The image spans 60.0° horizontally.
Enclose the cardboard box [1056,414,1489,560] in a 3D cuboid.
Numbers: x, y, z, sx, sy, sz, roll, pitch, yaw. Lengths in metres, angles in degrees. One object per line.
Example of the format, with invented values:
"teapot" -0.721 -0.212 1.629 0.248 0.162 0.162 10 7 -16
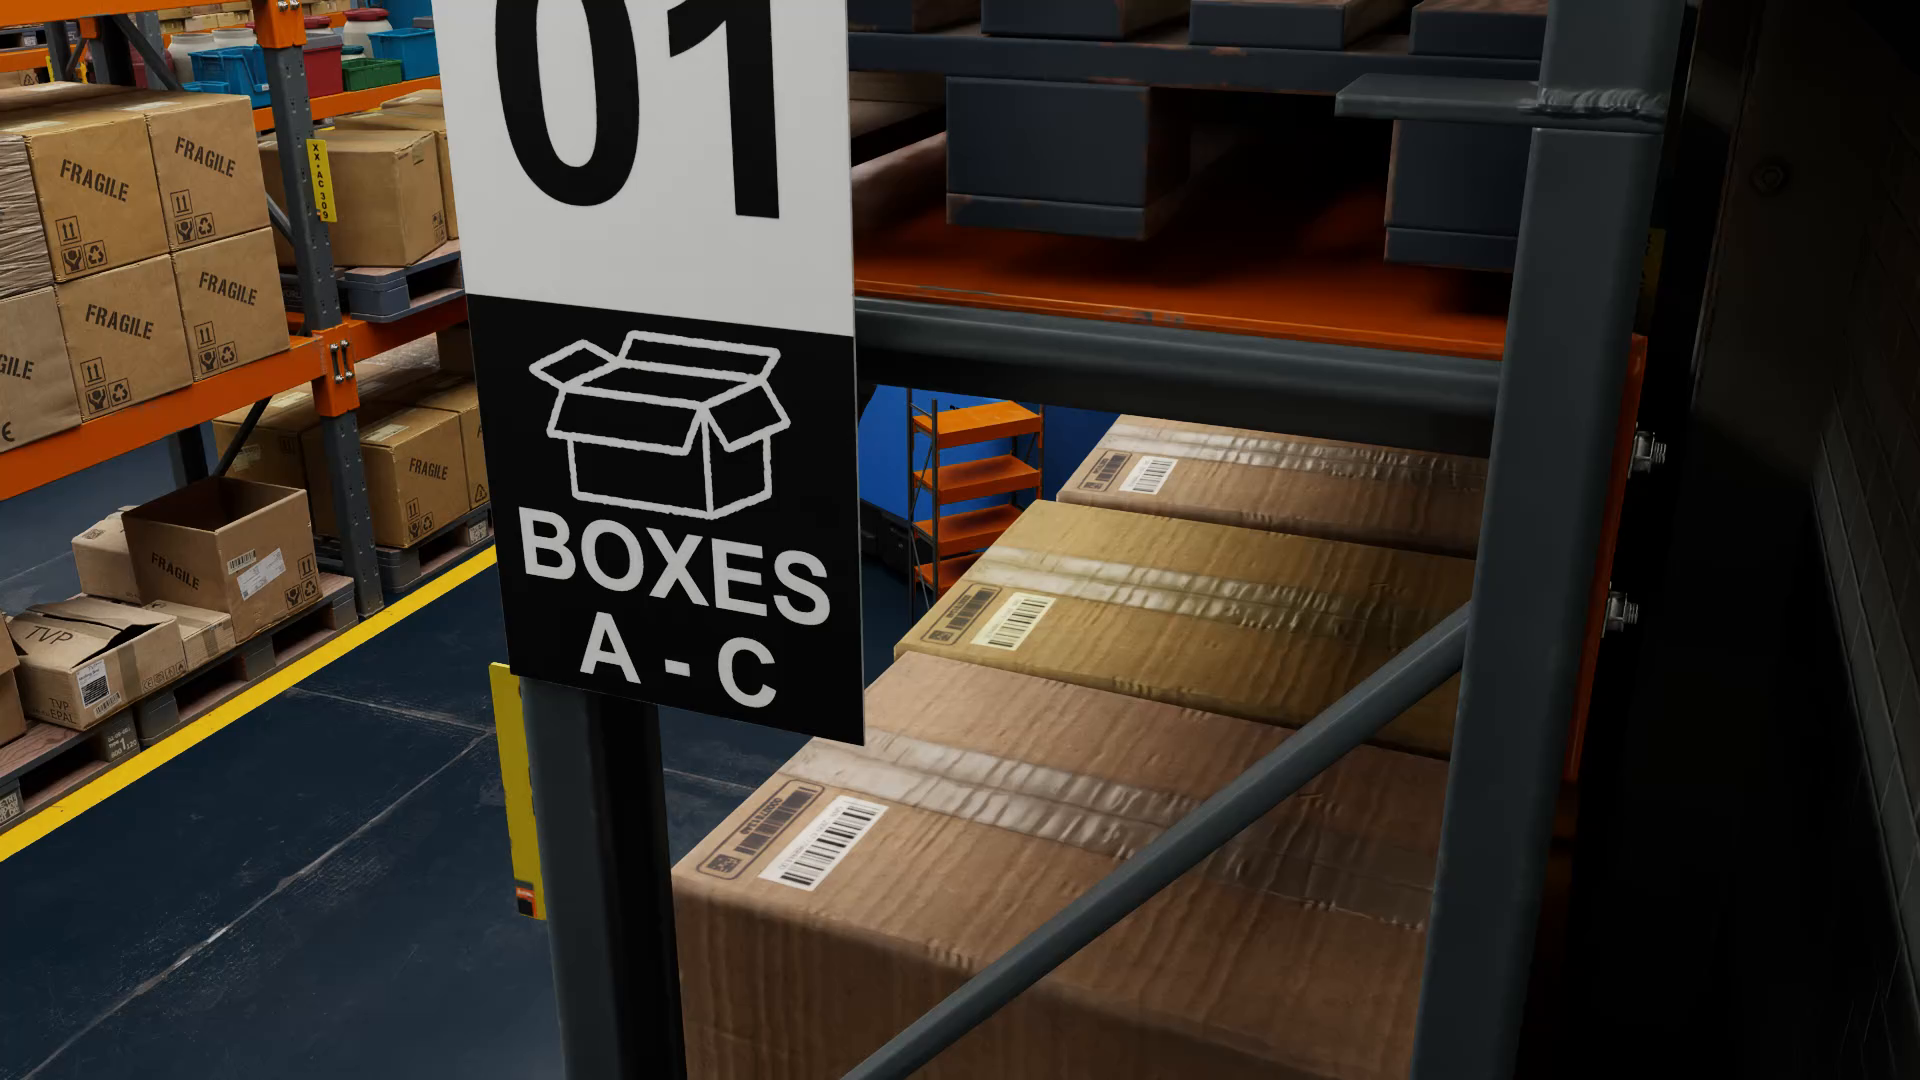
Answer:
"cardboard box" 0.766 0.161 3.584 0.980 0.700 0.700 8 24 17

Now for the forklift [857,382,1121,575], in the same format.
"forklift" -0.396 -1.538 8.130 1.130 2.935 3.031 -18 28 -36

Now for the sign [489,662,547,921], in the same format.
"sign" -0.465 0.291 1.853 0.100 0.325 0.005 9 24 20

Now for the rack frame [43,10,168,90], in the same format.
"rack frame" -6.193 -3.264 12.173 1.000 3.000 0.127 9 24 20

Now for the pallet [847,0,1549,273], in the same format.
"pallet" 0.300 -0.593 2.002 1.003 0.211 1.213 9 24 20

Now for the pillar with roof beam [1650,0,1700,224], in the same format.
"pillar with roof beam" 2.523 -7.719 15.054 9.100 9.000 0.400 9 24 20

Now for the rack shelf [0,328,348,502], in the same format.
"rack shelf" -3.824 -0.075 5.471 1.077 0.370 4.000 9 24 20

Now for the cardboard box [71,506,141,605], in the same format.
"cardboard box" -3.438 0.034 7.193 0.500 0.311 0.500 9 24 20

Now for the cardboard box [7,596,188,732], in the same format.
"cardboard box" -3.308 0.428 6.251 0.500 0.311 0.500 9 24 20

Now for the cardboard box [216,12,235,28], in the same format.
"cardboard box" -8.402 -5.862 18.717 0.380 0.149 0.250 9 24 20

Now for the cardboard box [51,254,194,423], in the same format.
"cardboard box" -3.219 -0.768 6.068 0.500 0.500 0.500 9 24 22

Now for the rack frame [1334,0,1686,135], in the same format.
"rack frame" 0.034 -1.751 0.768 1.000 3.000 0.127 9 24 20

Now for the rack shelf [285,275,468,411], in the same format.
"rack shelf" -2.338 -1.506 8.897 1.077 0.370 4.000 9 24 20

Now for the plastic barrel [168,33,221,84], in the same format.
"plastic barrel" -6.009 -3.715 13.106 0.421 0.512 0.421 0 23 0

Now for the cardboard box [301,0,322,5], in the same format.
"cardboard box" -8.124 -6.631 19.717 0.875 0.500 0.500 9 24 20

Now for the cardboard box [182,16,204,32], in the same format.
"cardboard box" -8.559 -5.678 18.278 0.380 0.149 0.250 9 24 20

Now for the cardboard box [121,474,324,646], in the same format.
"cardboard box" -3.029 0.072 6.857 0.500 0.500 0.500 9 24 20

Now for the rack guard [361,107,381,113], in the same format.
"rack guard" -7.848 -5.656 21.141 1.175 0.500 0.348 9 24 20

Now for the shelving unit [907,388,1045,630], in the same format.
"shelving unit" 0.065 -0.075 6.873 0.503 1.200 0.258 -12 25 -26

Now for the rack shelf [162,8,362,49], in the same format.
"rack shelf" -8.563 -5.789 19.150 1.077 0.370 4.000 9 24 20

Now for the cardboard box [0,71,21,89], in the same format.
"cardboard box" -12.903 -6.229 21.482 0.875 0.875 0.875 8 24 19

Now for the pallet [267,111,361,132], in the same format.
"pallet" -8.183 -5.237 20.513 1.003 0.211 1.213 9 24 20

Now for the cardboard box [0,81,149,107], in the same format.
"cardboard box" -3.517 -1.502 6.526 0.500 0.500 0.500 9 24 21

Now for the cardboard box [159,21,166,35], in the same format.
"cardboard box" -8.774 -5.504 17.861 0.380 0.149 0.250 9 24 20

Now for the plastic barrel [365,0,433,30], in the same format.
"plastic barrel" -5.132 -4.832 15.276 0.600 0.901 0.708 9 24 20

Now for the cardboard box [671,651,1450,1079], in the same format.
"cardboard box" 0.214 0.695 2.306 0.980 0.700 0.700 10 25 22

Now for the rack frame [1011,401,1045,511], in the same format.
"rack frame" 0.280 -0.120 6.979 0.015 1.200 0.240 -12 25 -26

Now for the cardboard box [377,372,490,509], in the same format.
"cardboard box" -2.487 -0.503 8.234 0.500 0.500 0.500 9 24 21

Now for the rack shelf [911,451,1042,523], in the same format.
"rack shelf" 0.065 -0.219 6.813 0.480 0.148 0.258 -12 25 -26

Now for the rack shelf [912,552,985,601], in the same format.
"rack shelf" 0.065 0.170 6.976 0.480 0.148 0.258 -12 25 -26

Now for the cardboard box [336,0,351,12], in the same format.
"cardboard box" -7.734 -6.589 20.458 0.380 0.149 0.250 9 24 20

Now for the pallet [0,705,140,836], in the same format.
"pallet" -3.789 0.848 5.946 1.003 0.211 1.213 9 24 20

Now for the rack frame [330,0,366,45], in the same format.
"rack frame" -7.820 -6.836 20.725 1.000 3.000 0.127 9 24 20

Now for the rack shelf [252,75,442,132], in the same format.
"rack shelf" -5.450 -3.648 14.025 1.077 0.370 4.000 9 24 20

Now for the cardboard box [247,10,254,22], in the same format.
"cardboard box" -8.194 -6.037 19.137 0.380 0.149 0.250 9 24 20

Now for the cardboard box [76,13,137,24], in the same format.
"cardboard box" -9.081 -5.740 17.585 0.875 0.500 0.500 9 24 20

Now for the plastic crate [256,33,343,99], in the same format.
"plastic crate" -5.308 -3.828 13.440 0.402 0.464 0.583 9 24 20

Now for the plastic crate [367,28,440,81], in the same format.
"plastic crate" -4.828 -4.249 14.552 0.392 0.384 0.575 9 24 20

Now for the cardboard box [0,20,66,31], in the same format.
"cardboard box" -9.731 -5.611 16.469 1.000 1.000 1.000 9 24 20

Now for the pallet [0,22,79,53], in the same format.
"pallet" -9.725 -5.064 16.730 1.003 0.211 1.213 9 24 20

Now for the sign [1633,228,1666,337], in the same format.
"sign" 2.035 -0.772 4.980 0.100 0.325 0.005 9 24 20

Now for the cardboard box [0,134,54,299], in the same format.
"cardboard box" -3.404 -1.048 5.440 0.500 0.500 0.500 9 24 20

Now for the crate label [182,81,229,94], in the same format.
"crate label" -5.688 -3.284 12.438 0.303 0.233 0.416 9 24 20

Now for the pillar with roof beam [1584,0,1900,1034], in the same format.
"pillar with roof beam" -1.934 -3.425 4.774 9.100 9.000 0.400 9 24 20

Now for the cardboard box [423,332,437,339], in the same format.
"cardboard box" -2.599 -0.927 9.250 0.500 0.500 0.500 8 24 18

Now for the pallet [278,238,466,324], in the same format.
"pallet" -2.683 -1.304 7.730 1.003 0.211 1.213 9 24 20

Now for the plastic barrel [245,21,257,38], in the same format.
"plastic barrel" -5.699 -4.030 13.830 0.433 0.535 0.433 0 23 0

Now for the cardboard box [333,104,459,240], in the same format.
"cardboard box" -2.501 -1.755 7.885 0.700 0.500 0.500 13 26 28

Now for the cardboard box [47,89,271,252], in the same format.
"cardboard box" -3.028 -1.412 6.311 0.500 0.500 0.500 9 24 20

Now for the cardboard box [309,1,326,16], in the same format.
"cardboard box" -7.872 -6.403 20.012 0.380 0.149 0.250 9 24 20

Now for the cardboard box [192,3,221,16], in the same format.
"cardboard box" -8.770 -6.108 18.465 0.875 0.500 0.500 9 24 20

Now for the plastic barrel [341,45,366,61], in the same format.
"plastic barrel" -5.341 -4.180 14.545 0.301 0.262 0.301 0 23 0

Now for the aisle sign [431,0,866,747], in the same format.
"aisle sign" -0.271 -0.200 1.464 0.394 0.787 0.004 9 24 20

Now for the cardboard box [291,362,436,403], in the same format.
"cardboard box" -2.972 -0.565 8.384 0.500 0.500 0.500 9 24 20
